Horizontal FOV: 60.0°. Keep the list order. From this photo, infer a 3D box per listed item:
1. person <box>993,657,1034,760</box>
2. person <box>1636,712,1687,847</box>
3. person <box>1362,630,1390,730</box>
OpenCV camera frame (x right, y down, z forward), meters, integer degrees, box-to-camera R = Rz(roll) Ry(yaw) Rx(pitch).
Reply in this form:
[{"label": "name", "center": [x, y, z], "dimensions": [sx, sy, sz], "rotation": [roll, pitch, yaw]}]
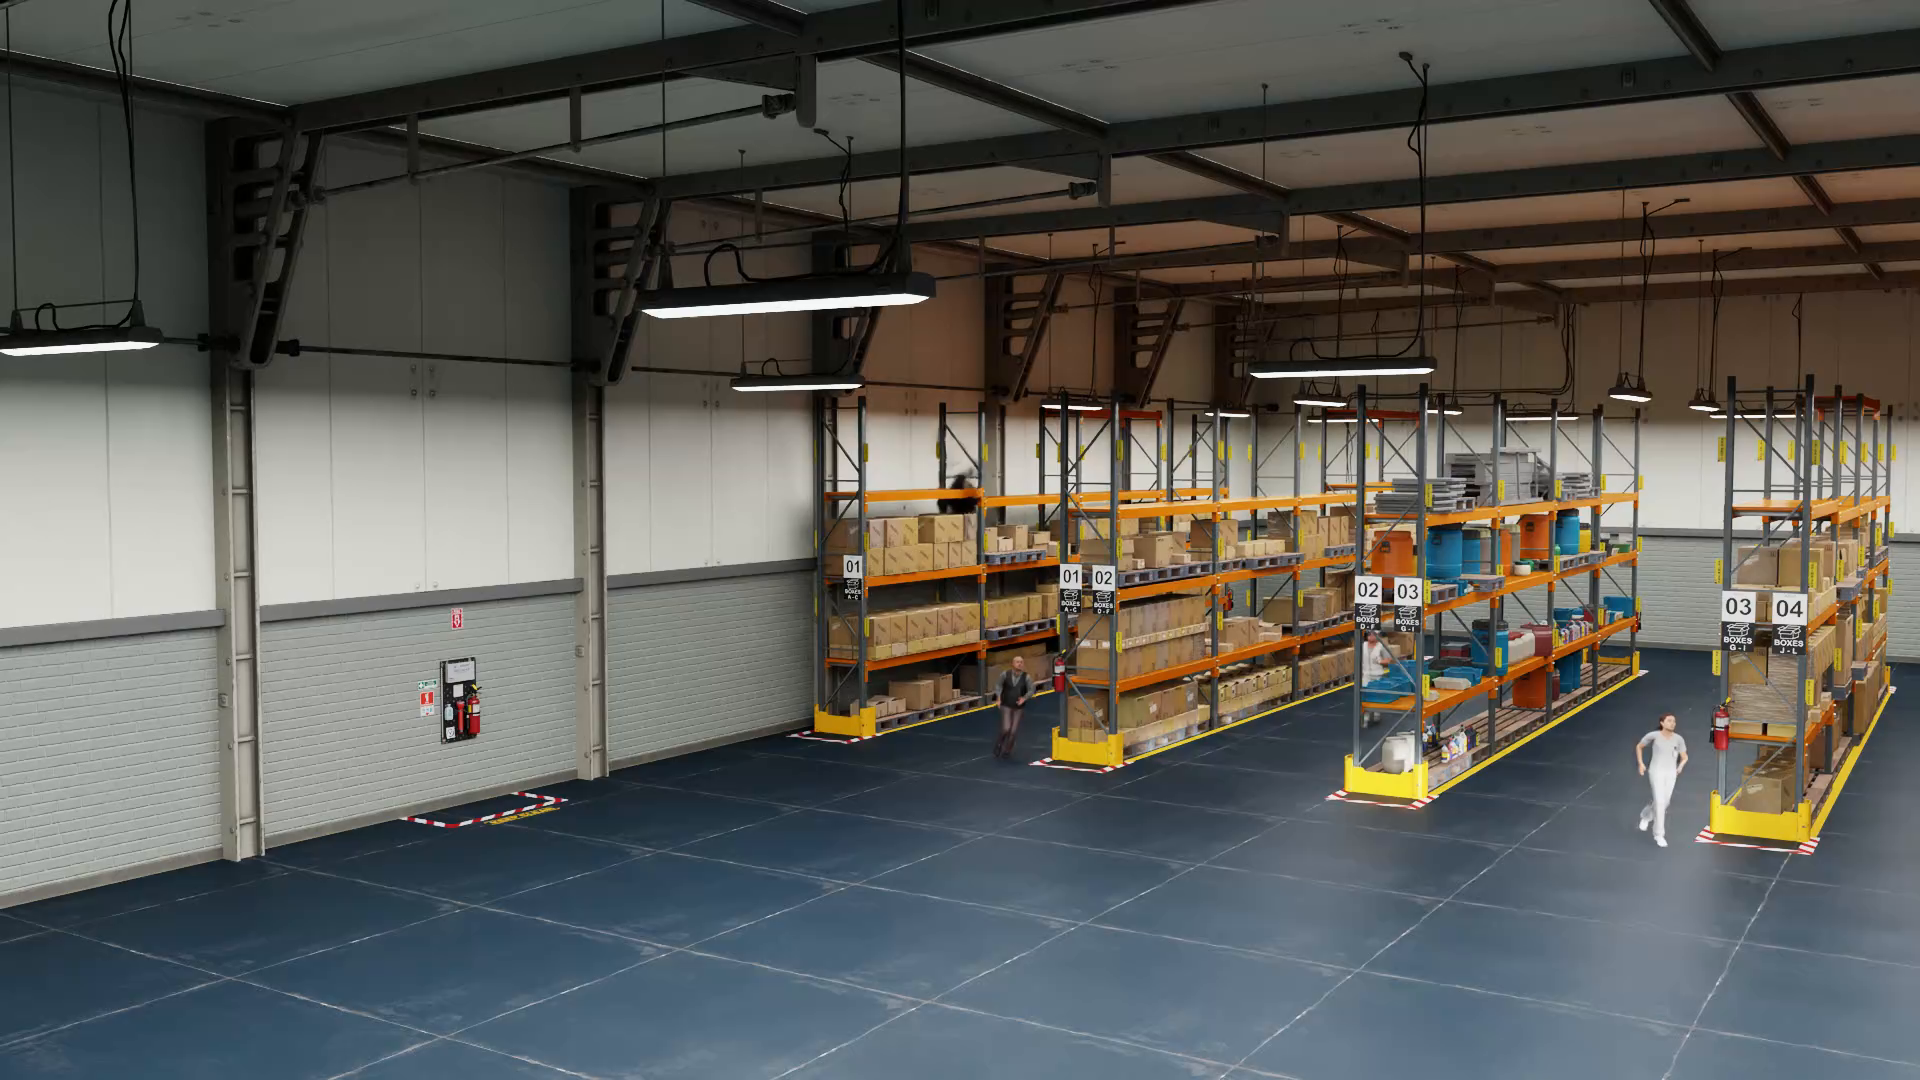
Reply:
[{"label": "person", "center": [0.884, 2.749, 27.120], "dimensions": [0.661, 1.695, 0.558], "rotation": [0, 3, -4]}, {"label": "person", "center": [9.082, 3.054, 21.465], "dimensions": [0.604, 1.660, 0.826], "rotation": [0, 3, 2]}, {"label": "person", "center": [7.523, 2.504, 30.379], "dimensions": [0.640, 1.824, 0.814], "rotation": [1, 3, 23]}]
